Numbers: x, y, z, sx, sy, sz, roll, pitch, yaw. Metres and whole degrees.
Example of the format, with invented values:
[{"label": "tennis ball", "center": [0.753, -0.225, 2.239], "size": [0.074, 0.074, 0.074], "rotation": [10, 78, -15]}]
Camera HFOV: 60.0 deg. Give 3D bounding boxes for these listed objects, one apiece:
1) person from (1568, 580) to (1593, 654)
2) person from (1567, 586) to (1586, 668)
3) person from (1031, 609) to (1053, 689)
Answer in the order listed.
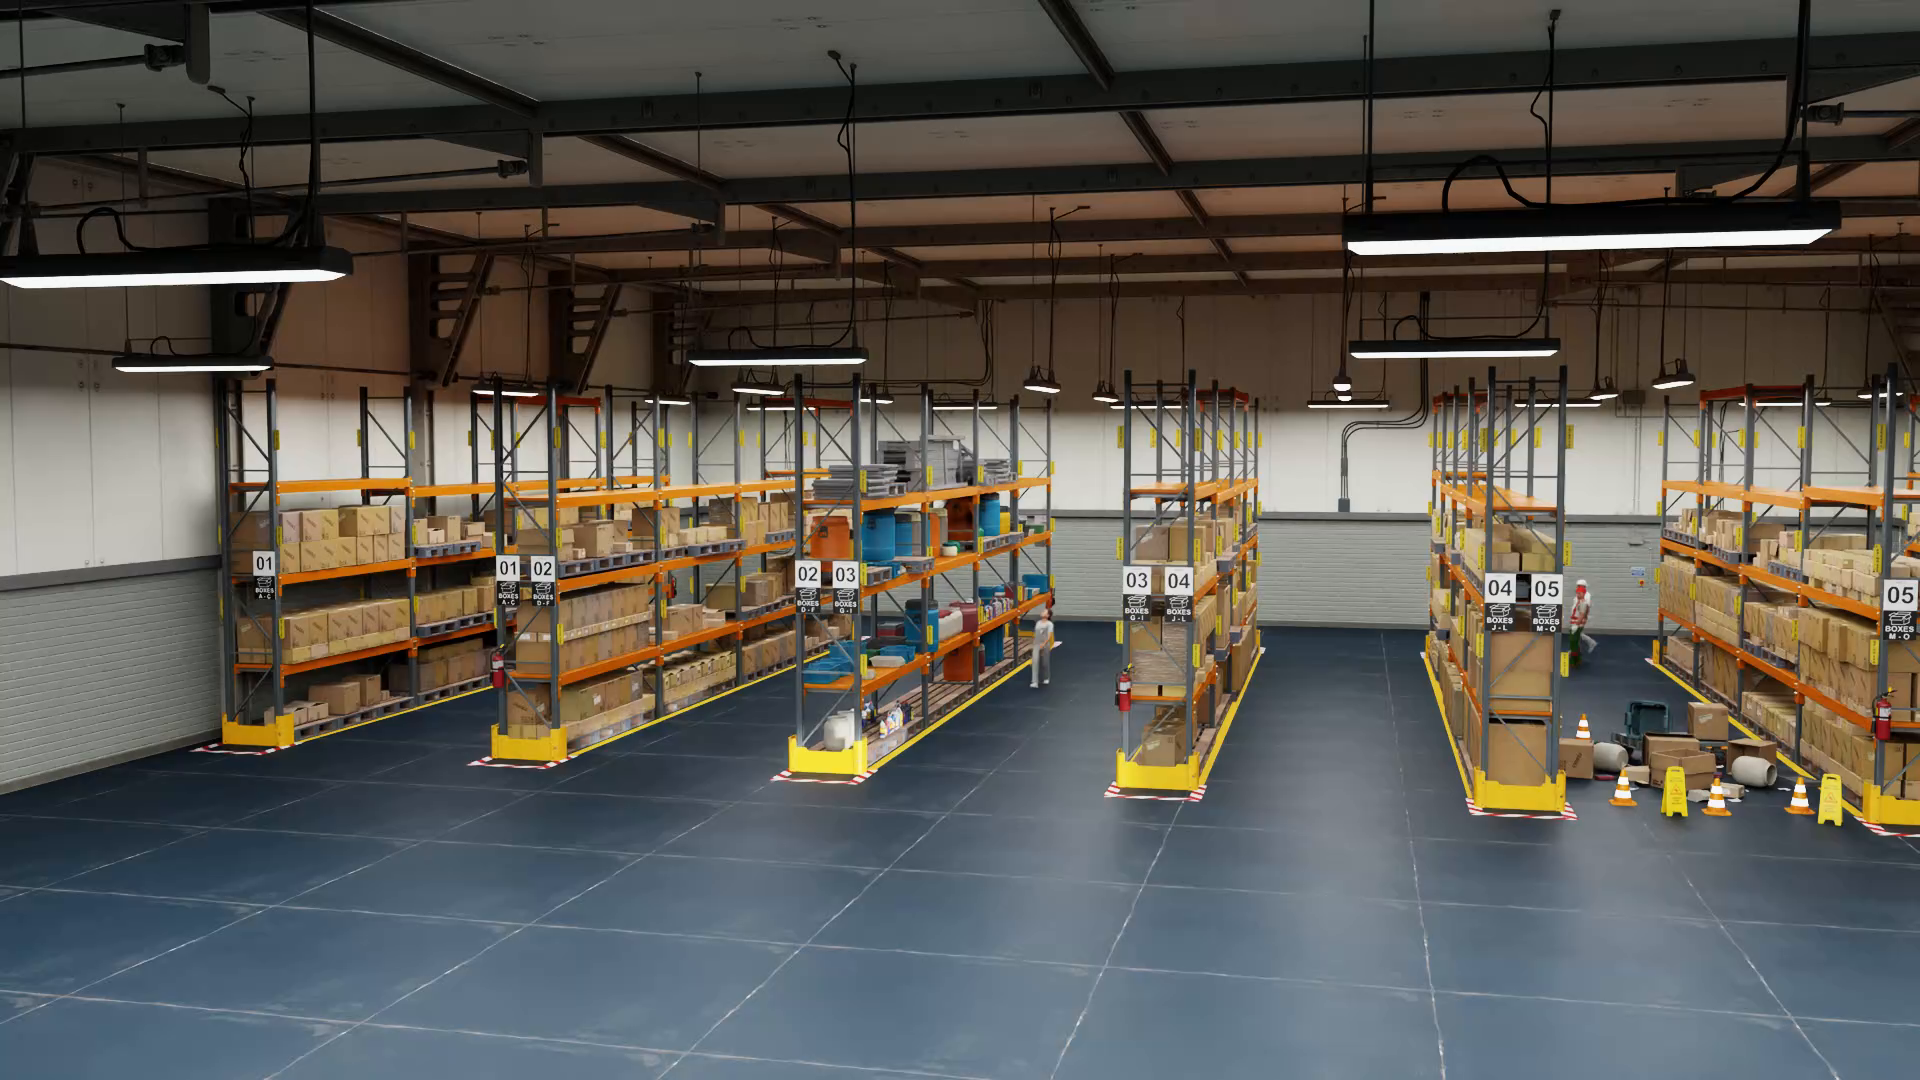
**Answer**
[{"label": "person", "center": [14.454, 1.793, 38.742], "size": [0.521, 1.751, 0.563], "rotation": [1, 4, 12]}, {"label": "person", "center": [13.566, 1.938, 36.689], "size": [0.473, 1.832, 0.609], "rotation": [2, 4, 28]}, {"label": "person", "center": [1.647, 2.188, 33.544], "size": [0.463, 1.598, 1.005], "rotation": [1, 4, 12]}]
